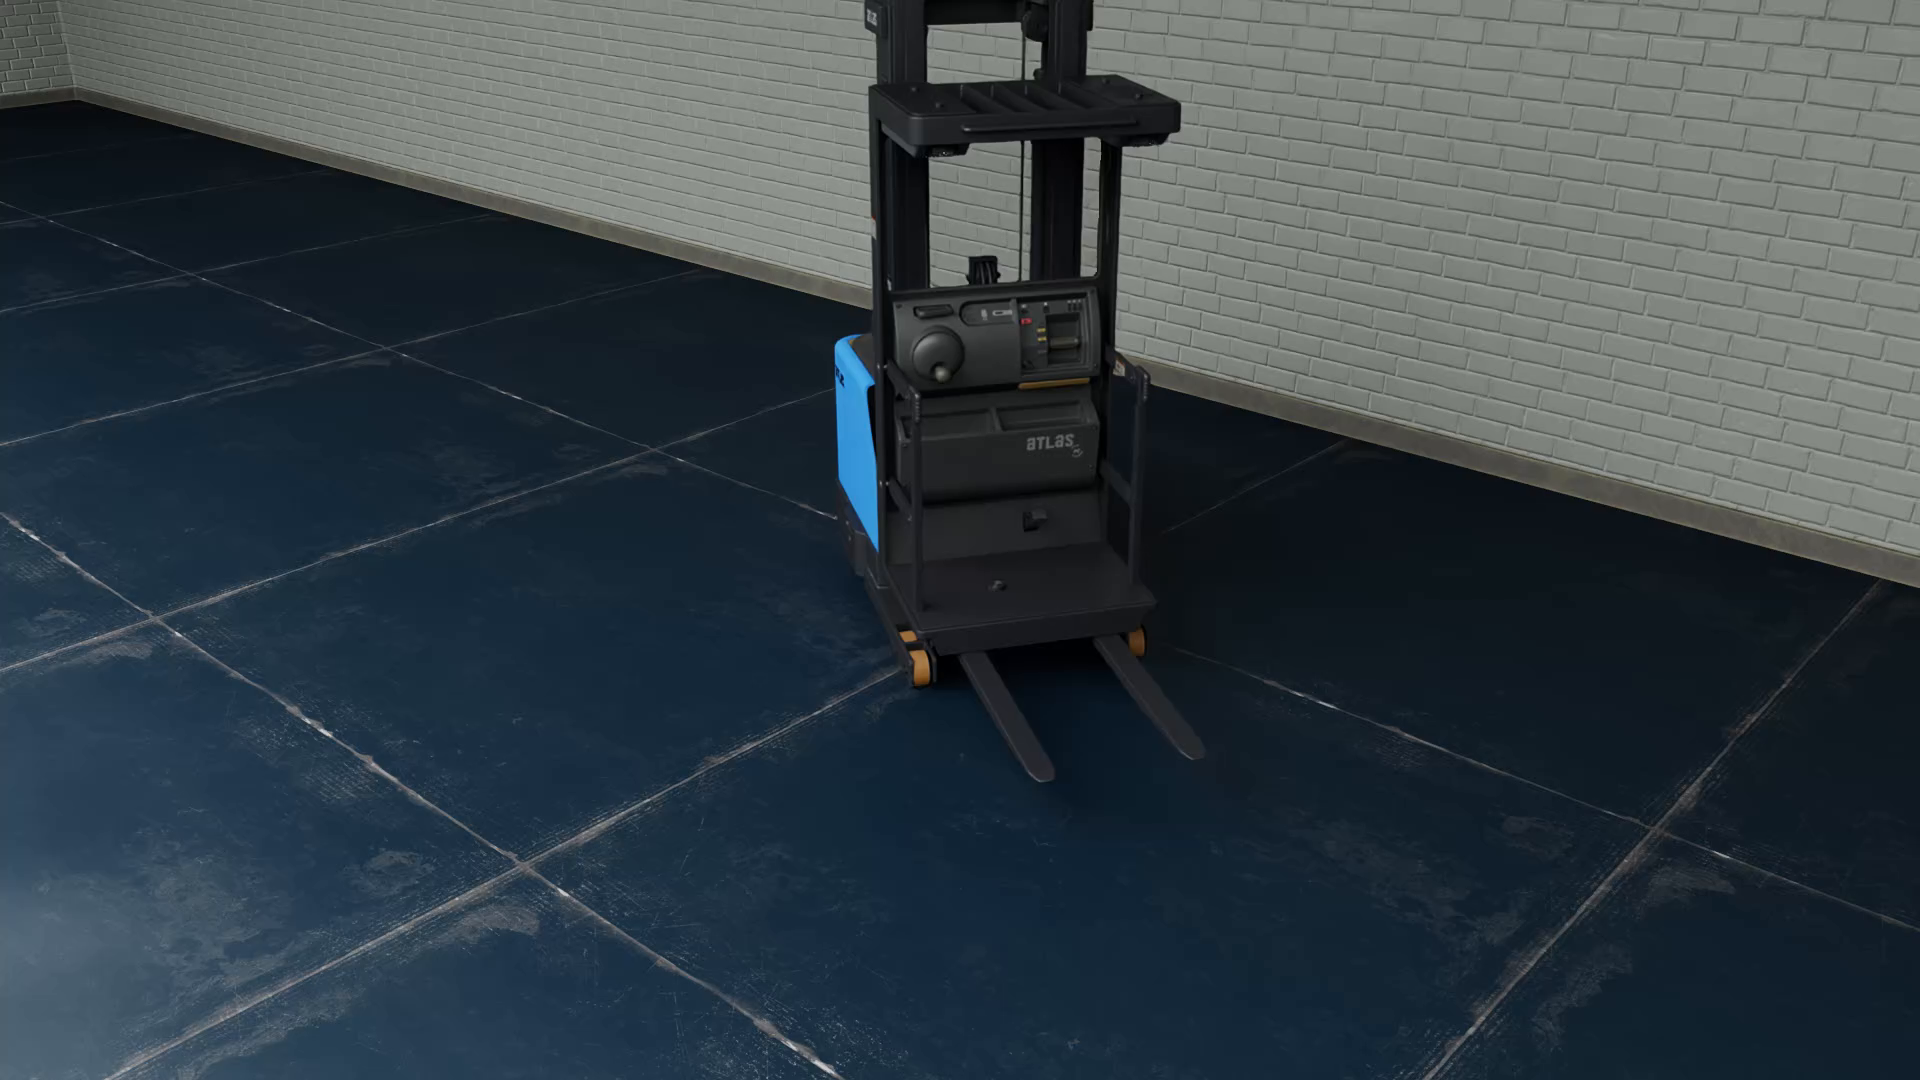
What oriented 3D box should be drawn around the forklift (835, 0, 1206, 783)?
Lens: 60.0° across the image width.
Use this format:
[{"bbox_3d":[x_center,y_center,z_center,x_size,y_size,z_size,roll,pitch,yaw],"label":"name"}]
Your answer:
[{"bbox_3d":[0.225,-0.866,7.099,1.130,2.935,3.031,-6,25,-14],"label":"forklift"}]
